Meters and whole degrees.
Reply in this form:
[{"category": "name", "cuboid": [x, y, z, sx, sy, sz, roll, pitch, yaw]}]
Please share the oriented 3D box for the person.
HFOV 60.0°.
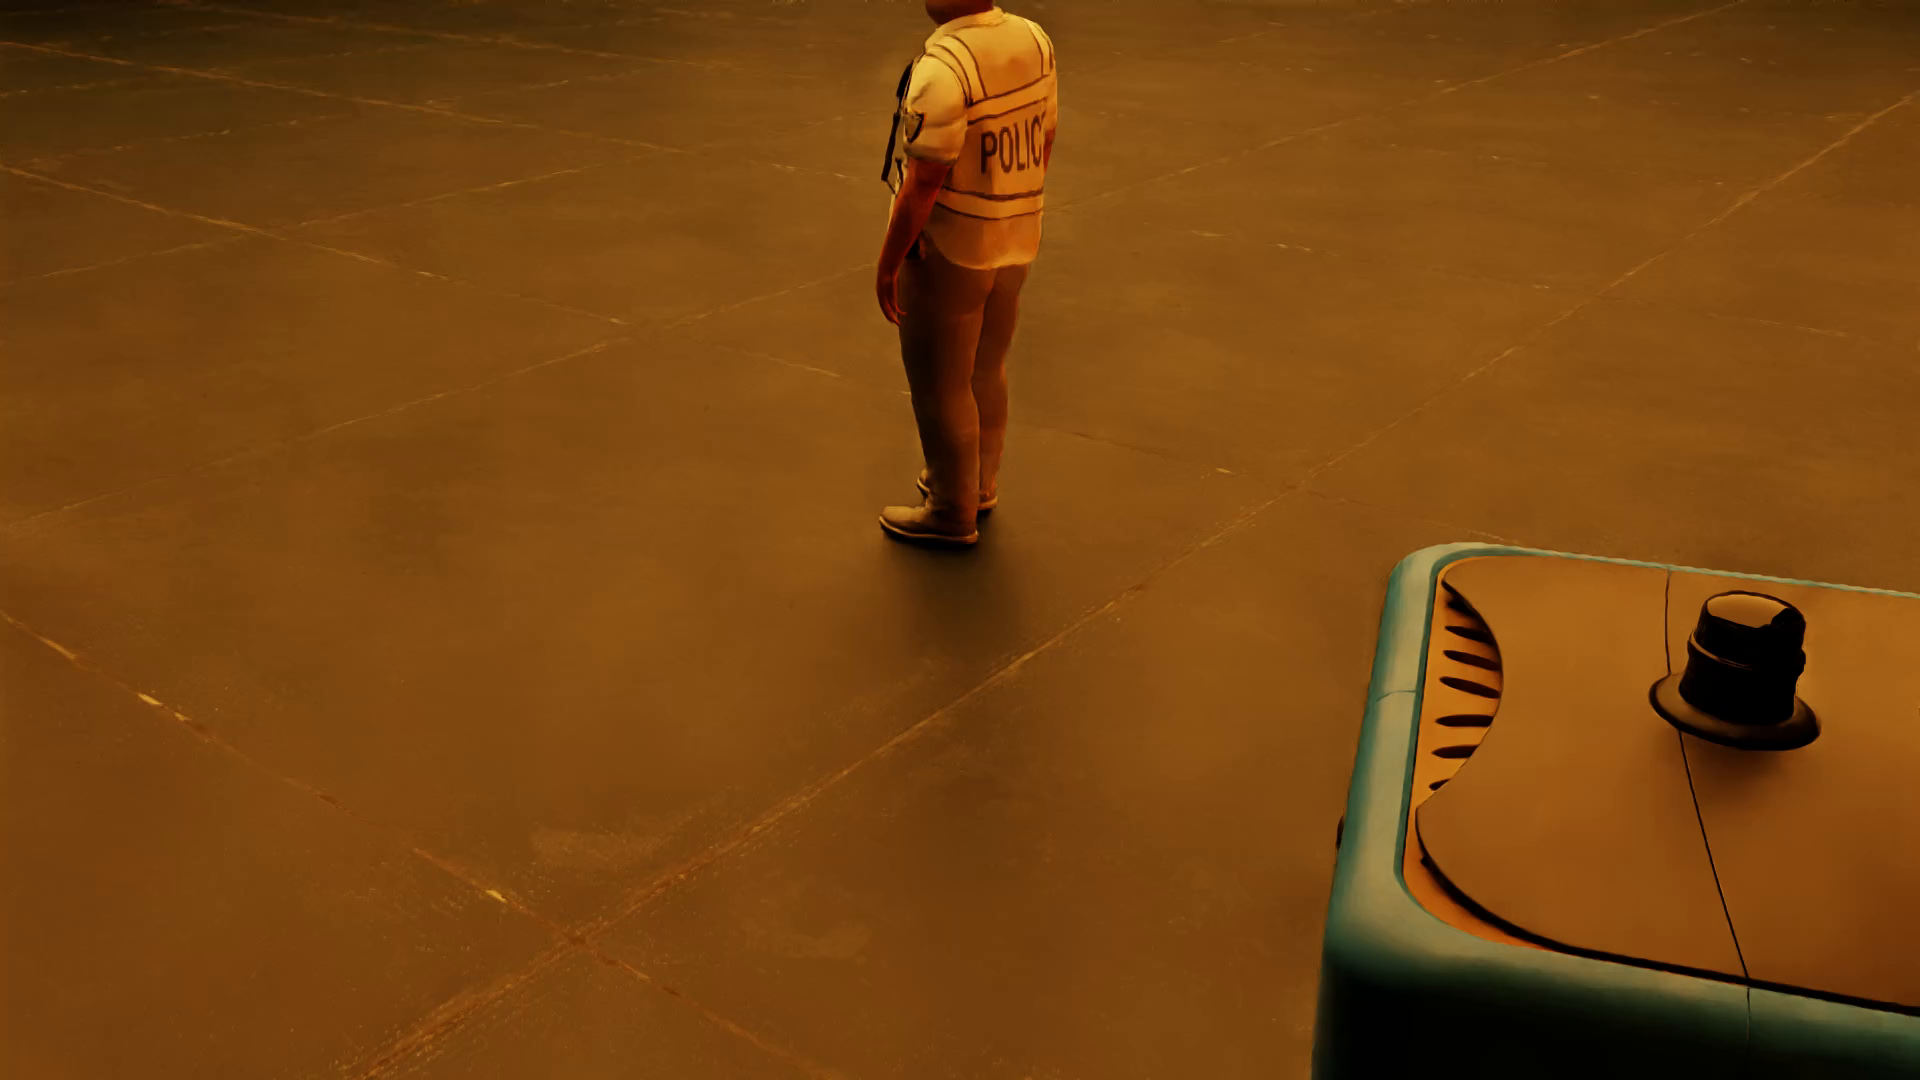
[{"category": "person", "cuboid": [-0.055, -0.846, 4.709, 0.574, 1.778, 0.640, 17, 29, 34]}]
